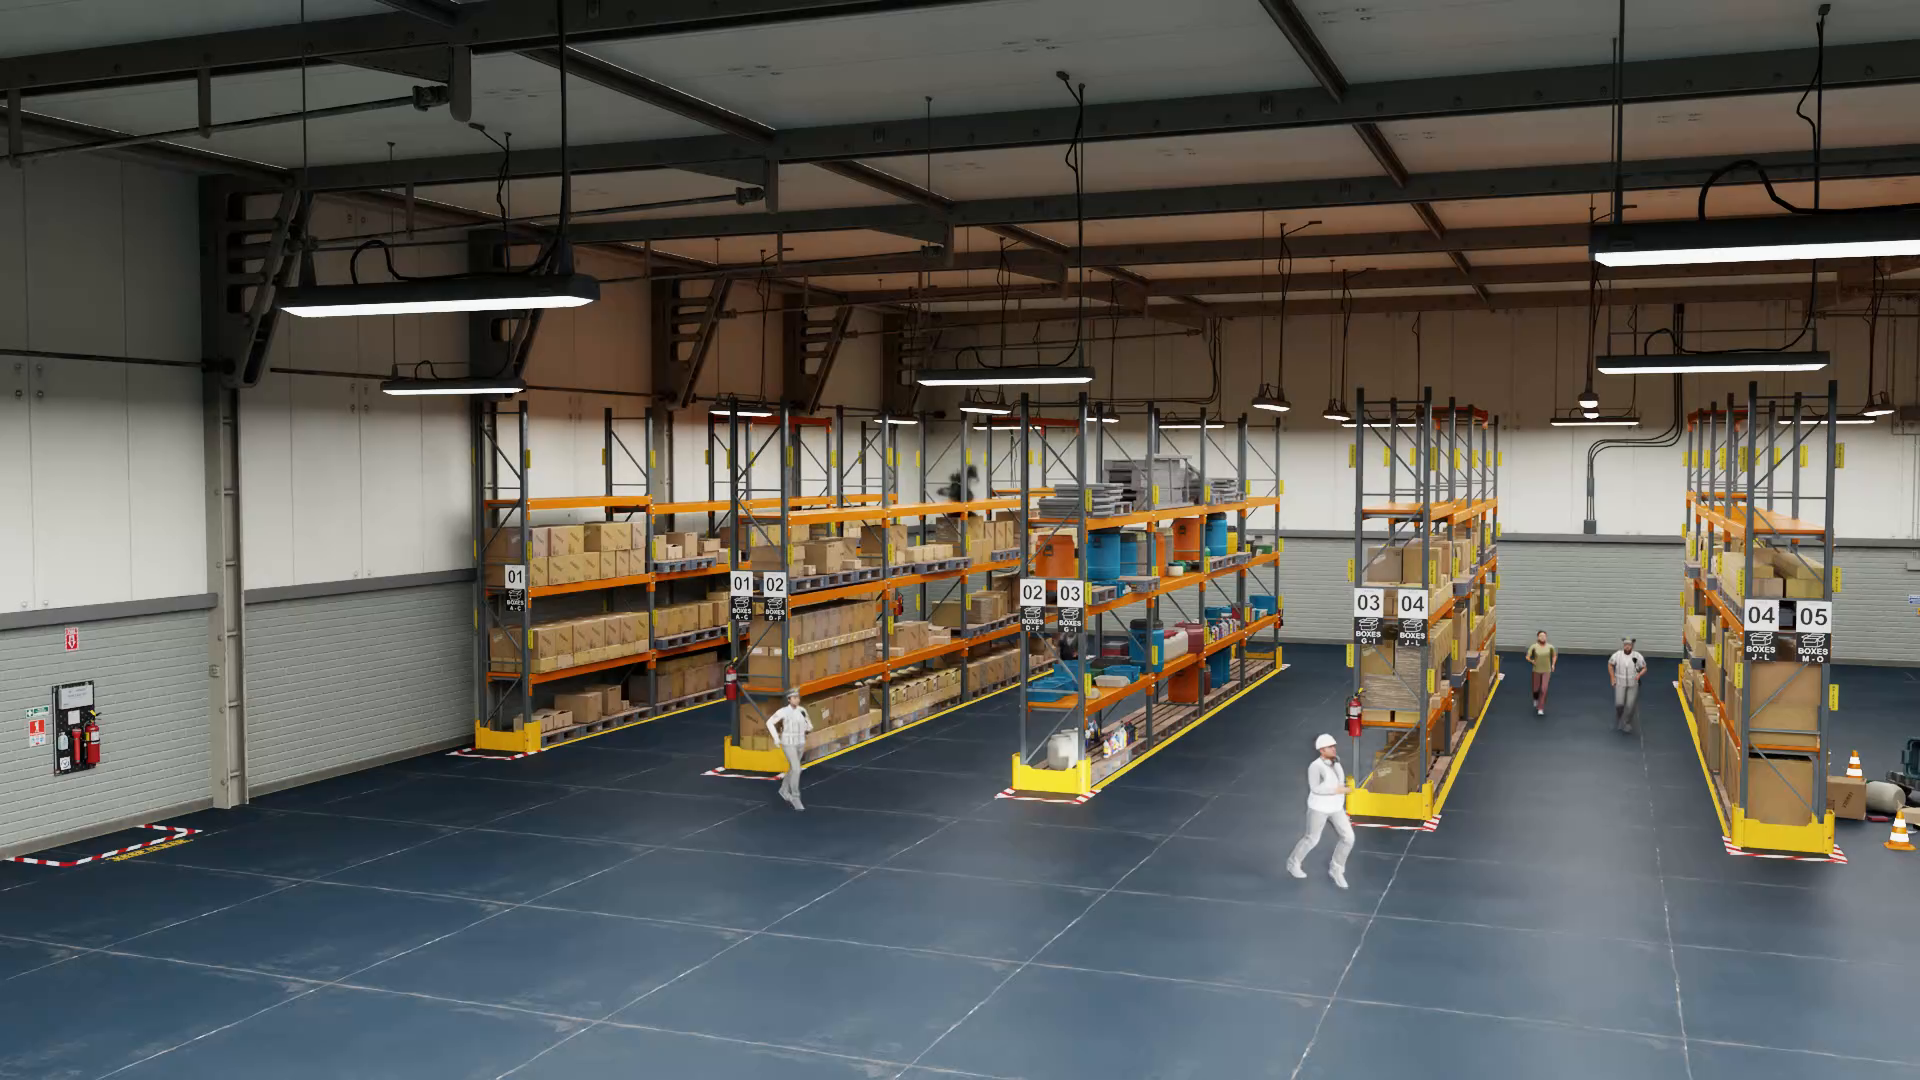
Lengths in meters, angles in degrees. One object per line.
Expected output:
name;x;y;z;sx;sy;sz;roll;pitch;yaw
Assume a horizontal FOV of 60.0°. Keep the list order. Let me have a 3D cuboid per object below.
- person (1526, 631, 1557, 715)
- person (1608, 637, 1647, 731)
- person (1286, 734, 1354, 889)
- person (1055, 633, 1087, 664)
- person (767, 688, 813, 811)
person;11.433;2.590;32.690;0.587;1.634;0.713;1;3;14
person;12.229;2.642;30.464;0.667;1.756;0.617;1;3;20
person;4.279;3.169;19.519;0.662;1.812;0.887;-2;3;-37
person;2.249;2.515;33.815;0.668;1.687;0.803;1;3;12
person;-2.409;2.993;23.925;0.583;1.749;0.762;-3;4;-45
